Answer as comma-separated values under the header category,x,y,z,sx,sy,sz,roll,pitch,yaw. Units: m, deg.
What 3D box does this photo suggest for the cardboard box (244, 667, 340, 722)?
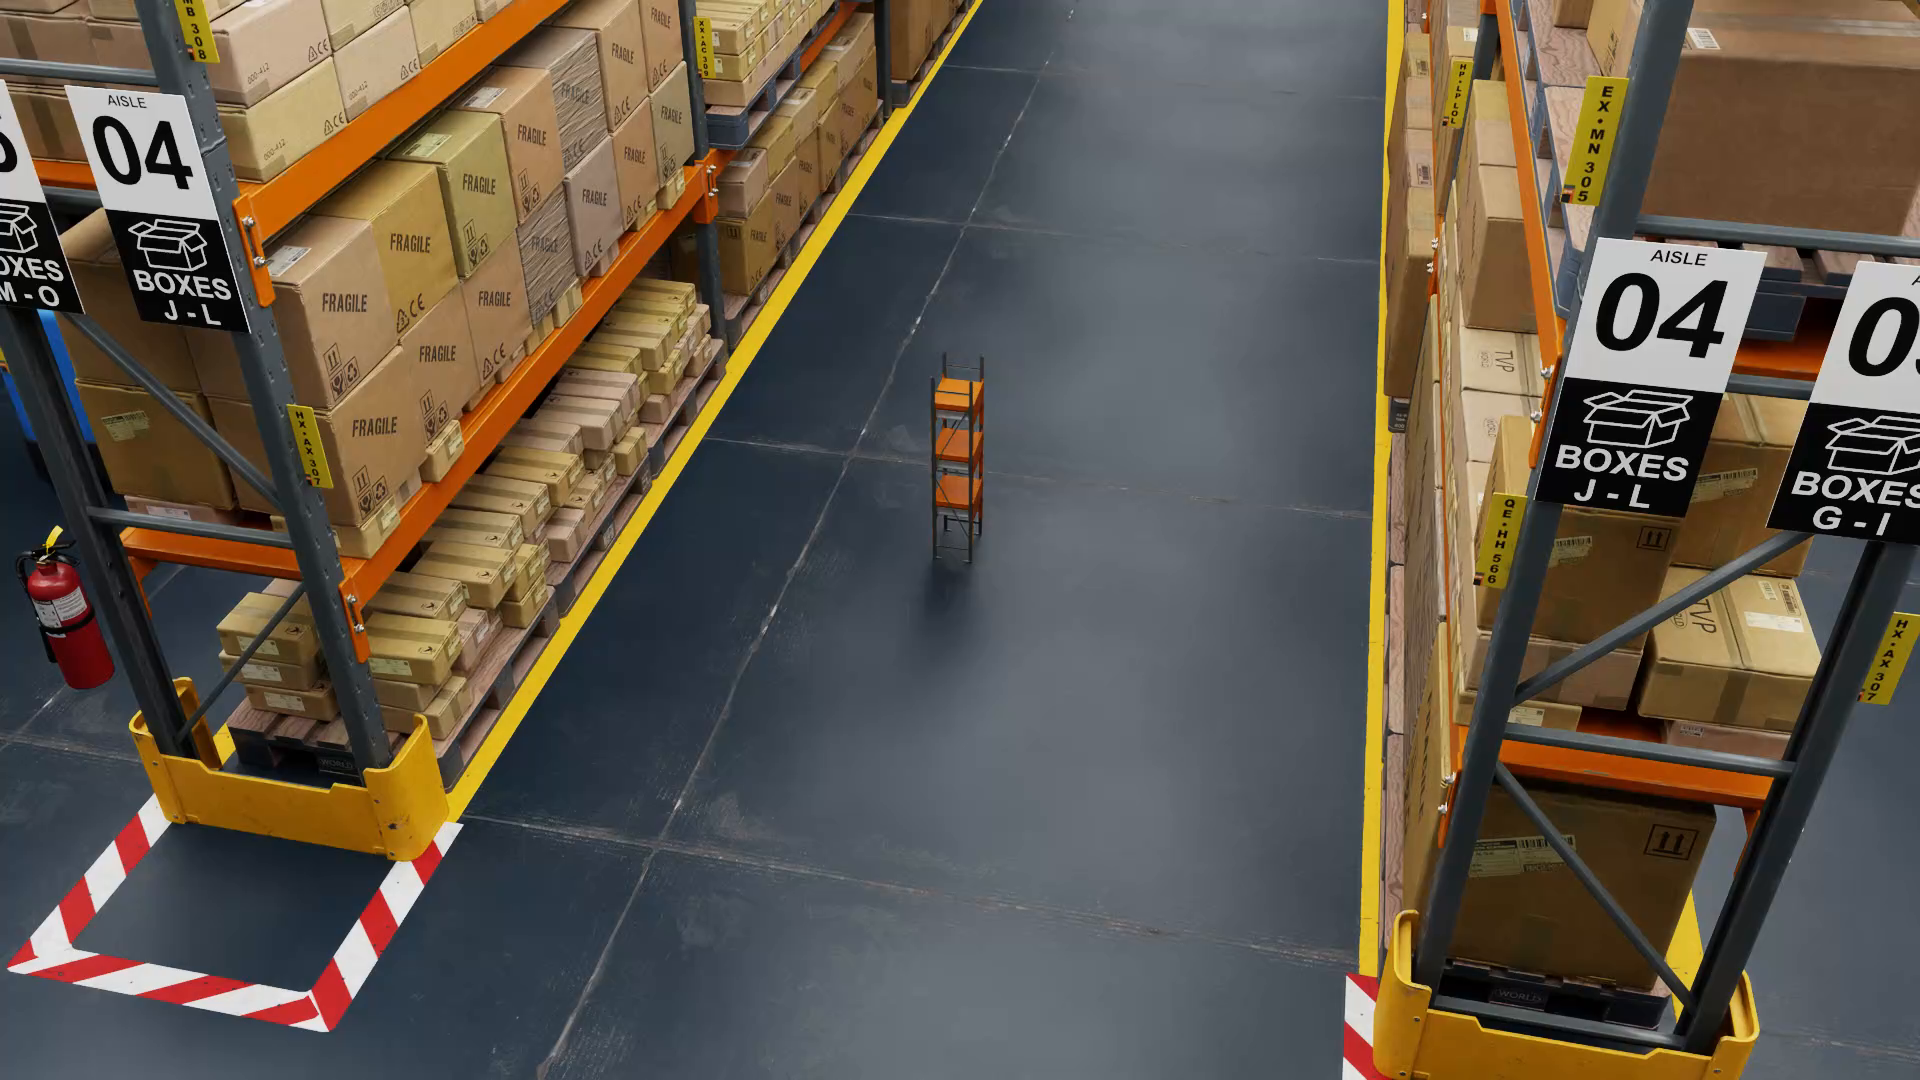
category,x,y,z,sx,sy,sz,roll,pitch,yaw
cardboard box,-2.837,0.623,7.176,0.380,0.149,0.250,8,37,11

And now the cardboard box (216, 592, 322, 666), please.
category,x,y,z,sx,sy,sz,roll,pitch,yaw
cardboard box,-2.880,0.374,7.012,0.380,0.149,0.250,8,37,11

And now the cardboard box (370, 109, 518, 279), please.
category,x,y,z,sx,sy,sz,roll,pitch,yaw
cardboard box,-2.156,-1.409,6.718,0.500,0.500,0.500,7,36,9

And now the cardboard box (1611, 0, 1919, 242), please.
category,x,y,z,sx,sy,sz,roll,pitch,yaw
cardboard box,2.137,-1.124,4.431,0.700,0.500,0.500,5,36,7

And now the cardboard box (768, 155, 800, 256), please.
category,x,y,z,sx,sy,sz,roll,pitch,yaw
cardboard box,-1.363,-2.179,10.742,0.500,0.500,0.500,9,37,12

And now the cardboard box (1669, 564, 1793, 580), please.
category,x,y,z,sx,sy,sz,roll,pitch,yaw
cardboard box,2.549,0.046,5.775,0.500,0.250,0.500,7,37,9

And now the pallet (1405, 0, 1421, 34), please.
category,x,y,z,sx,sy,sz,roll,pitch,yaw
pallet,4.476,-4.658,14.767,1.003,0.211,1.213,7,37,10

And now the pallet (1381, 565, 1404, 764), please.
category,x,y,z,sx,sy,sz,roll,pitch,yaw
pallet,2.435,0.610,7.499,1.003,0.211,1.213,7,37,10

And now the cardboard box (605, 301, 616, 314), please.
category,x,y,z,sx,sy,sz,roll,pitch,yaw
cardboard box,-2.168,-1.412,9.477,0.380,0.149,0.250,9,37,12

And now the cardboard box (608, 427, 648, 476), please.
category,x,y,z,sx,sy,sz,roll,pitch,yaw
cardboard box,-1.863,-0.482,8.700,0.380,0.149,0.250,7,37,10

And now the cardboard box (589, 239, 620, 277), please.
category,x,y,z,sx,sy,sz,roll,pitch,yaw
cardboard box,-1.896,-1.421,8.139,0.380,0.149,0.250,6,36,8

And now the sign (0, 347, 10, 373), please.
category,x,y,z,sx,sy,sz,roll,pitch,yaw
sign,-3.284,-0.712,5.690,0.100,0.325,0.005,7,37,10

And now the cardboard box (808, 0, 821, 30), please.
category,x,y,z,sx,sy,sz,roll,pitch,yaw
cardboard box,-1.084,-3.313,10.391,0.380,0.149,0.250,7,36,9

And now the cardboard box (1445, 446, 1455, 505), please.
category,x,y,z,sx,sy,sz,roll,pitch,yaw
cardboard box,2.104,-0.232,6.499,0.380,0.149,0.250,7,37,10

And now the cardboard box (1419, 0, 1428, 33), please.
category,x,y,z,sx,sy,sz,roll,pitch,yaw
cardboard box,4.250,-4.458,13.871,0.700,0.500,0.500,4,36,6

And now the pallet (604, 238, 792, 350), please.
category,x,y,z,sx,sy,sz,roll,pitch,yaw
pallet,-1.727,-1.644,10.609,1.003,0.211,1.213,7,37,10

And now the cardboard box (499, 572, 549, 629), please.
category,x,y,z,sx,sy,sz,roll,pitch,yaw
cardboard box,-2.137,0.254,7.685,0.380,0.149,0.250,8,37,11

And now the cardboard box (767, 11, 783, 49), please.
category,x,y,z,sx,sy,sz,roll,pitch,yaw
cardboard box,-1.250,-2.981,9.679,0.380,0.149,0.250,8,37,11

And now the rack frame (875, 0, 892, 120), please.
category,x,y,z,sx,sy,sz,roll,pitch,yaw
rack frame,-1.037,-4.620,12.339,1.000,3.000,0.127,7,37,10

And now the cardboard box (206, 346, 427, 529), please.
category,x,y,z,sx,sy,sz,roll,pitch,yaw
cardboard box,-2.380,-0.417,6.201,0.500,0.500,0.500,9,37,12

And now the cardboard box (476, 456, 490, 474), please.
category,x,y,z,sx,sy,sz,roll,pitch,yaw
cardboard box,-2.600,-0.411,8.349,0.380,0.149,0.250,8,37,10

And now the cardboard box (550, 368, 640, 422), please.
category,x,y,z,sx,sy,sz,roll,pitch,yaw
cardboard box,-1.875,-0.746,8.558,0.380,0.149,0.250,6,36,8

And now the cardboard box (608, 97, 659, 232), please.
category,x,y,z,sx,sy,sz,roll,pitch,yaw
cardboard box,-1.831,-1.878,8.216,0.500,0.500,0.500,6,36,9

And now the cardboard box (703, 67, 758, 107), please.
category,x,y,z,sx,sy,sz,roll,pitch,yaw
cardboard box,-1.358,-2.563,9.357,0.380,0.149,0.250,6,36,8

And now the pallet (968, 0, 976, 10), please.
category,x,y,z,sx,sy,sz,roll,pitch,yaw
pallet,-0.274,-5.332,15.698,1.003,0.211,1.213,7,37,10

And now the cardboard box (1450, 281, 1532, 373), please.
category,x,y,z,sx,sy,sz,roll,pitch,yaw
cardboard box,2.360,-0.888,7.064,0.500,0.250,0.500,8,37,11

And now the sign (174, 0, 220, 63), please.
category,x,y,z,sx,sy,sz,roll,pitch,yaw
sign,-2.216,-1.534,4.780,0.100,0.325,0.005,7,37,10

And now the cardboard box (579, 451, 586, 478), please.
category,x,y,z,sx,sy,sz,roll,pitch,yaw
cardboard box,-2.094,-0.351,8.267,0.380,0.149,0.250,9,37,12

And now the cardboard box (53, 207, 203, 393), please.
category,x,y,z,sx,sy,sz,roll,pitch,yaw
cardboard box,-2.891,-0.893,6.006,0.500,0.500,0.500,7,36,9

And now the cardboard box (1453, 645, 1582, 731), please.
category,x,y,z,sx,sy,sz,roll,pitch,yaw
cardboard box,1.832,0.502,5.485,0.380,0.149,0.250,8,37,11

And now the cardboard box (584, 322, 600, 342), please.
category,x,y,z,sx,sy,sz,roll,pitch,yaw
cardboard box,-2.248,-1.139,9.354,0.380,0.149,0.250,8,37,10

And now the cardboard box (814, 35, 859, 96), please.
category,x,y,z,sx,sy,sz,roll,pitch,yaw
cardboard box,-1.024,-3.366,11.741,0.500,0.250,0.500,8,37,11

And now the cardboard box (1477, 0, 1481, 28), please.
category,x,y,z,sx,sy,sz,roll,pitch,yaw
cardboard box,3.336,-3.211,9.455,0.797,0.503,0.637,8,37,11

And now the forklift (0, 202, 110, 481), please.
category,x,y,z,sx,sy,sz,roll,pitch,yaw
forklift,-4.386,-2.329,9.236,1.130,2.935,3.031,1,36,1

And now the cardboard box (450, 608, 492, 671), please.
category,x,y,z,sx,sy,sz,roll,pitch,yaw
cardboard box,-2.270,0.412,7.214,0.380,0.149,0.250,7,37,10

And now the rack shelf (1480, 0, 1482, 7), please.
category,x,y,z,sx,sy,sz,roll,pitch,yaw
rack shelf,3.360,-3.717,9.150,1.077,0.370,4.000,7,37,10

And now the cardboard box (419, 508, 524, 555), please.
category,x,y,z,sx,sy,sz,roll,pitch,yaw
cardboard box,-2.210,-0.002,7.532,0.380,0.149,0.250,6,36,8

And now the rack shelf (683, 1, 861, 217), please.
category,x,y,z,sx,sy,sz,roll,pitch,yaw
rack shelf,-1.464,-3.182,10.968,1.077,0.370,4.000,7,37,10

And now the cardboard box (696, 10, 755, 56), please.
category,x,y,z,sx,sy,sz,roll,pitch,yaw
cardboard box,-1.358,-2.804,9.183,0.380,0.149,0.250,9,37,12

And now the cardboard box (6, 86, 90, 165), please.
category,x,y,z,sx,sy,sz,roll,pitch,yaw
cardboard box,-2.907,-1.481,5.580,0.500,0.250,0.500,7,36,9

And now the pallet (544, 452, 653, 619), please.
category,x,y,z,sx,sy,sz,roll,pitch,yaw
pallet,-2.259,-0.107,8.488,1.003,0.211,1.213,7,37,10

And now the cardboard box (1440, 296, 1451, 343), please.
category,x,y,z,sx,sy,sz,roll,pitch,yaw
cardboard box,2.378,-0.965,7.510,0.380,0.149,0.250,6,36,9

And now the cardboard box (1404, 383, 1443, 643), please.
category,x,y,z,sx,sy,sz,roll,pitch,yaw
cardboard box,2.521,-0.073,7.517,0.875,0.875,0.875,7,37,10

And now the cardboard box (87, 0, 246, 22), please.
category,x,y,z,sx,sy,sz,roll,pitch,yaw
cardboard box,-2.454,-1.709,5.127,0.380,0.149,0.250,7,37,10

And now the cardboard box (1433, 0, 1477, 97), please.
category,x,y,z,sx,sy,sz,roll,pitch,yaw
cardboard box,3.094,-2.860,9.825,0.500,0.500,0.500,7,37,10

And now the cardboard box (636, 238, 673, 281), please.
category,x,y,z,sx,sy,sz,roll,pitch,yaw
cardboard box,-1.980,-1.941,10.414,0.500,0.500,0.500,7,36,9

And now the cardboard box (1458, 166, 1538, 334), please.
category,x,y,z,sx,sy,sz,roll,pitch,yaw
cardboard box,2.361,-1.188,6.838,0.500,0.500,0.500,6,36,8

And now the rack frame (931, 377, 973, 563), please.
category,x,y,z,sx,sy,sz,roll,pitch,yaw
rack frame,-0.038,-0.324,8.073,0.200,1.050,0.008,7,37,10

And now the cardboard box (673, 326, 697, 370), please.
category,x,y,z,sx,sy,sz,roll,pitch,yaw
cardboard box,-1.694,-1.086,9.280,0.380,0.149,0.250,6,36,8

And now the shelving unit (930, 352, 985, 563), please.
category,x,y,z,sx,sy,sz,roll,pitch,yaw
shelving unit,-0.011,-0.394,8.170,0.215,1.050,0.252,7,37,10

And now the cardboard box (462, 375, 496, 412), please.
category,x,y,z,sx,sy,sz,roll,pitch,yaw
cardboard box,-2.229,-0.693,7.135,0.380,0.149,0.250,7,37,10
